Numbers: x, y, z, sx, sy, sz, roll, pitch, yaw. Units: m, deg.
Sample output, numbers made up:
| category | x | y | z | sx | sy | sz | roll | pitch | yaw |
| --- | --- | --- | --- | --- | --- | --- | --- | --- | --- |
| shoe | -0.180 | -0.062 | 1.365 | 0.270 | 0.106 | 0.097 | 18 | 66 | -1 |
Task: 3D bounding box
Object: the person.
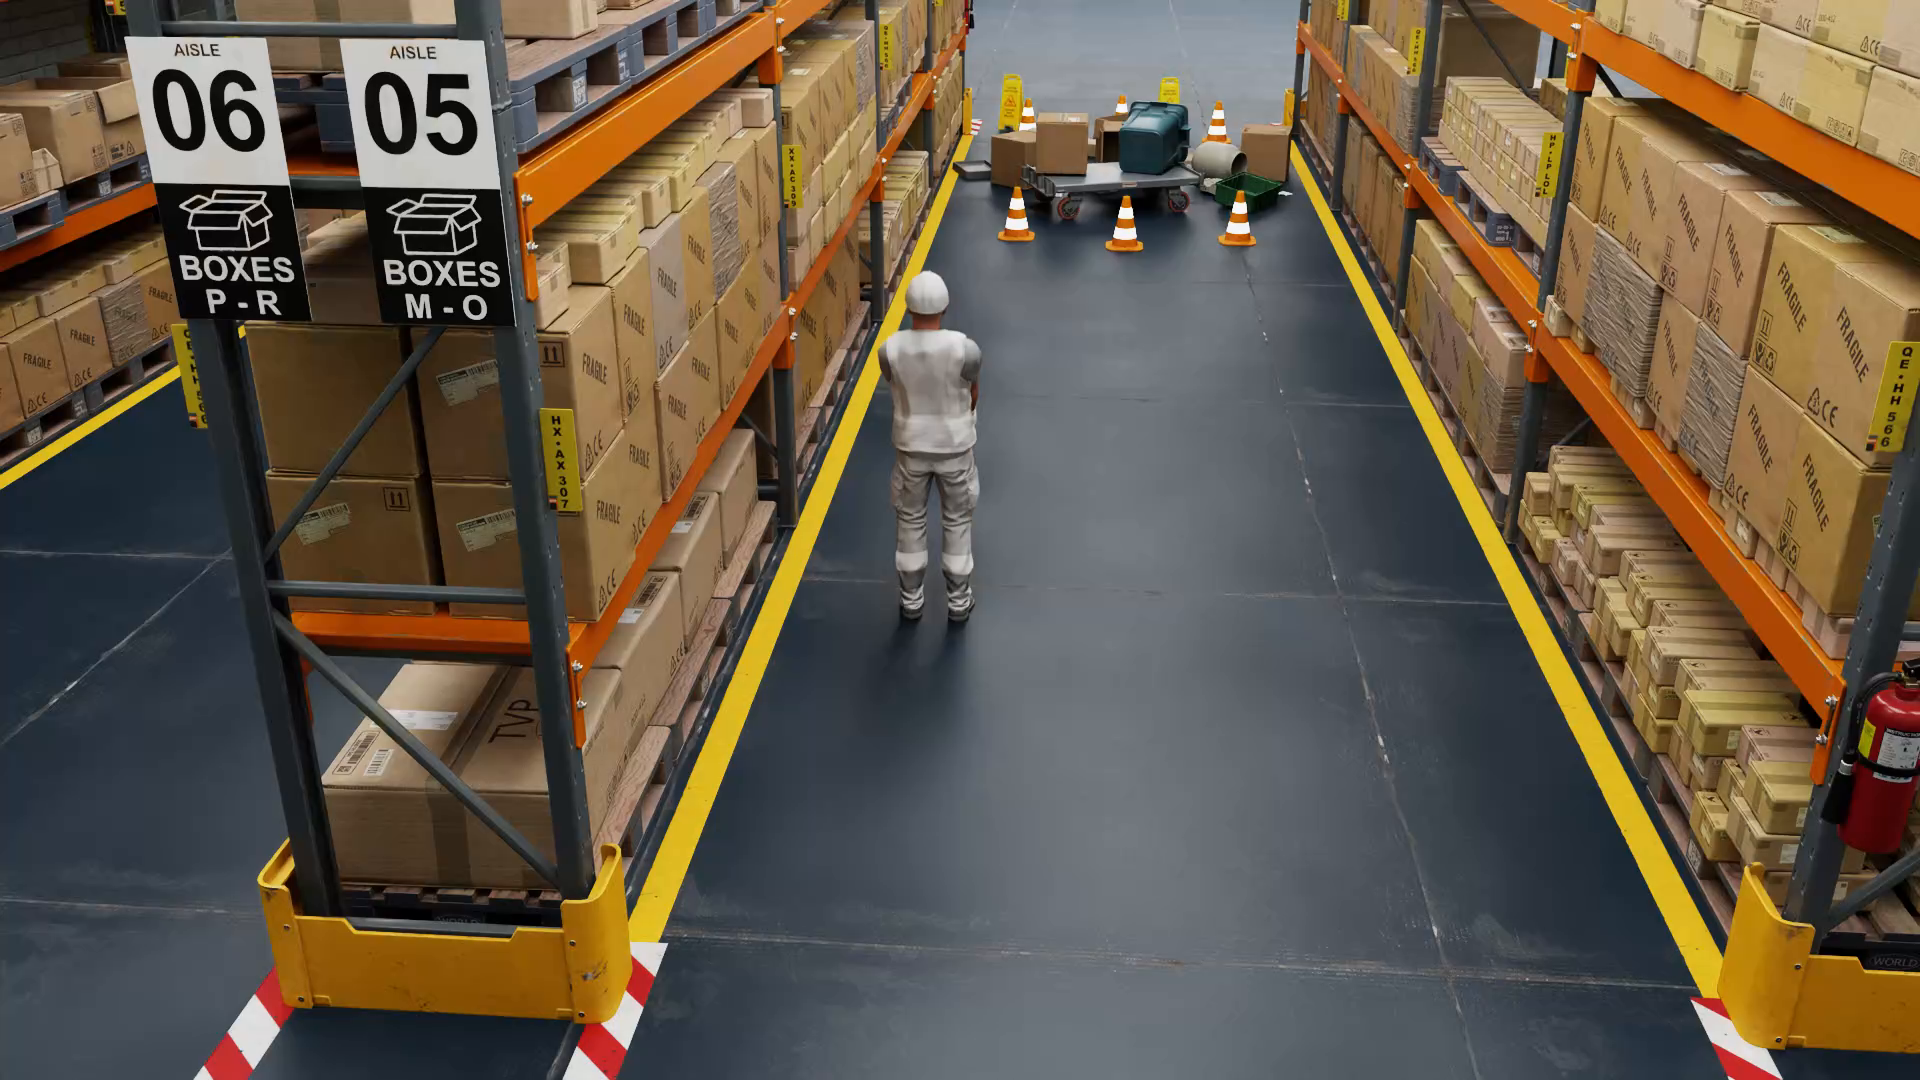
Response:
| category | x | y | z | sx | sy | sz | roll | pitch | yaw |
| --- | --- | --- | --- | --- | --- | --- | --- | --- | --- |
| person | -0.130 | -0.485 | 8.156 | 0.494 | 1.783 | 0.559 | 2 | 24 | 5 |
